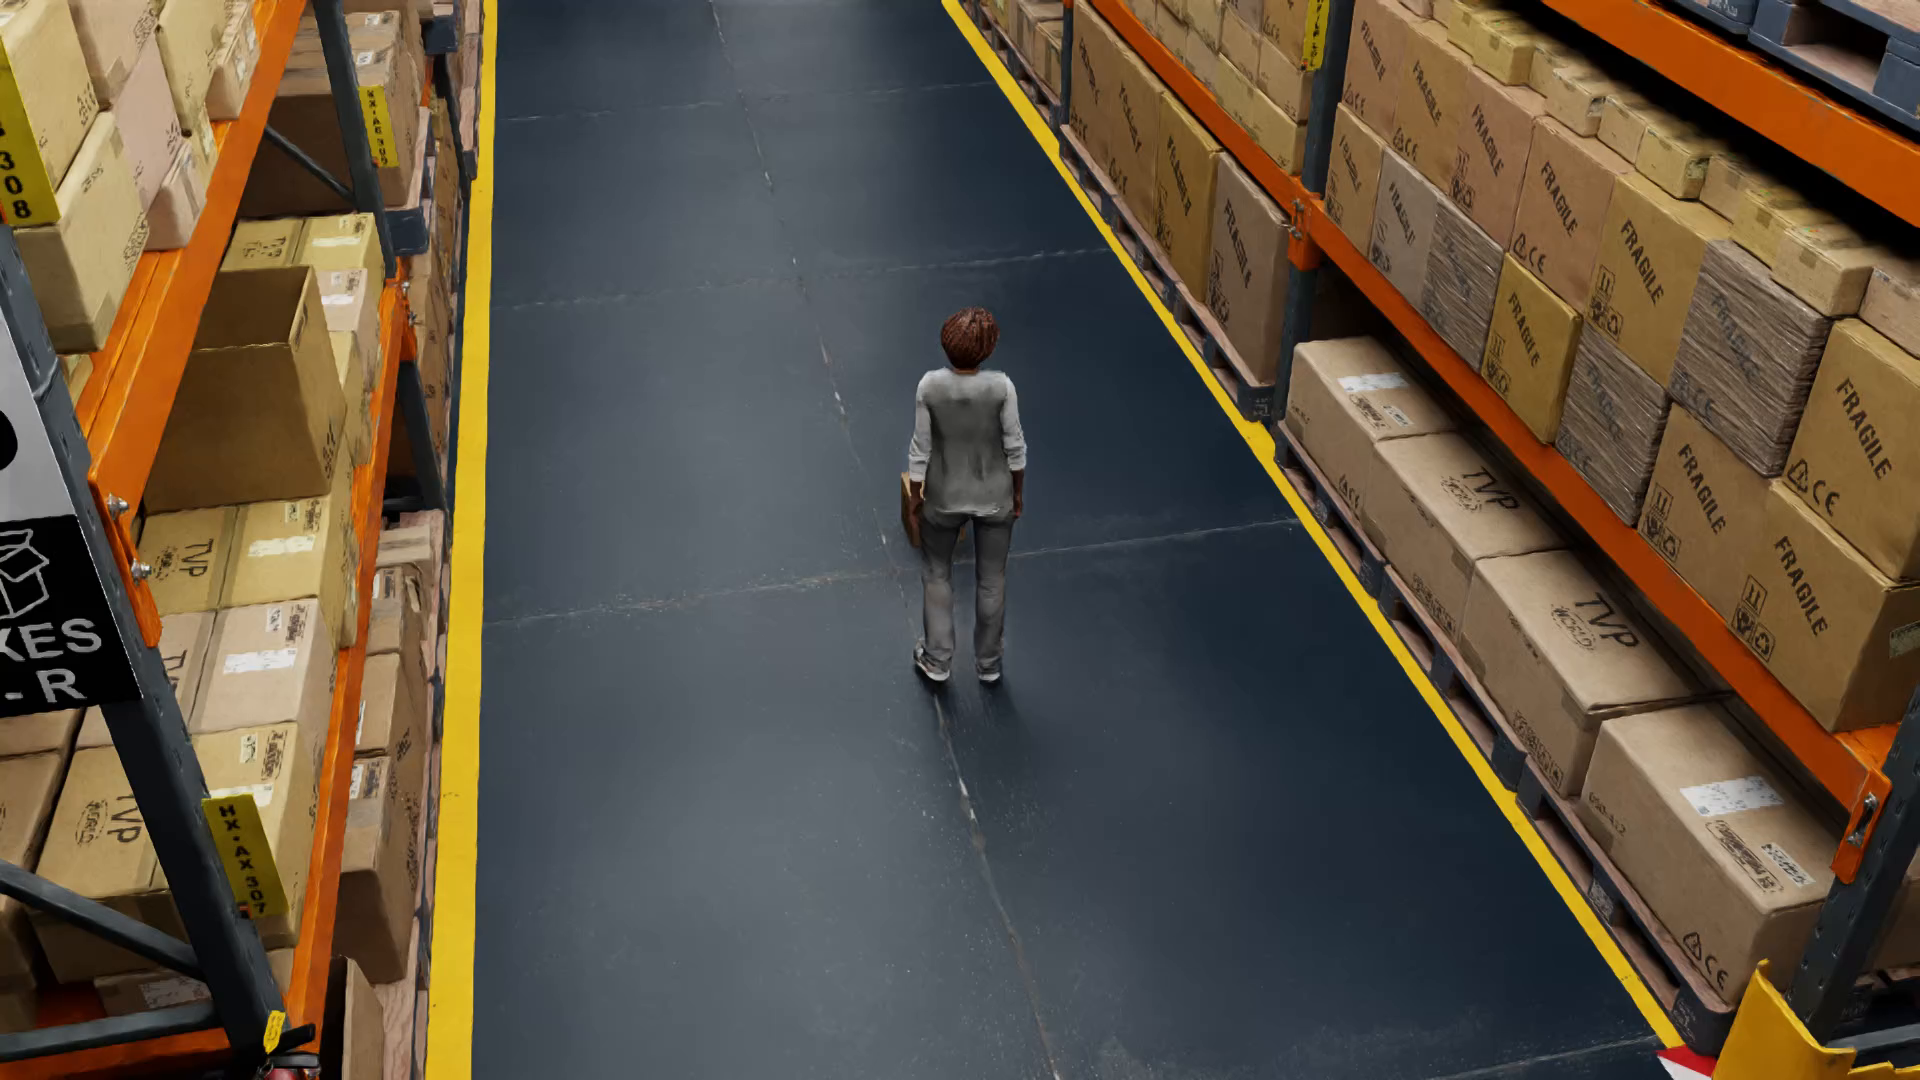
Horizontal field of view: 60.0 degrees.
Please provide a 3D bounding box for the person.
[{"bbox_3d":[0.026,-0.143,6.346,0.447,1.580,0.365,-3,35,-4],"label":"person"}]
